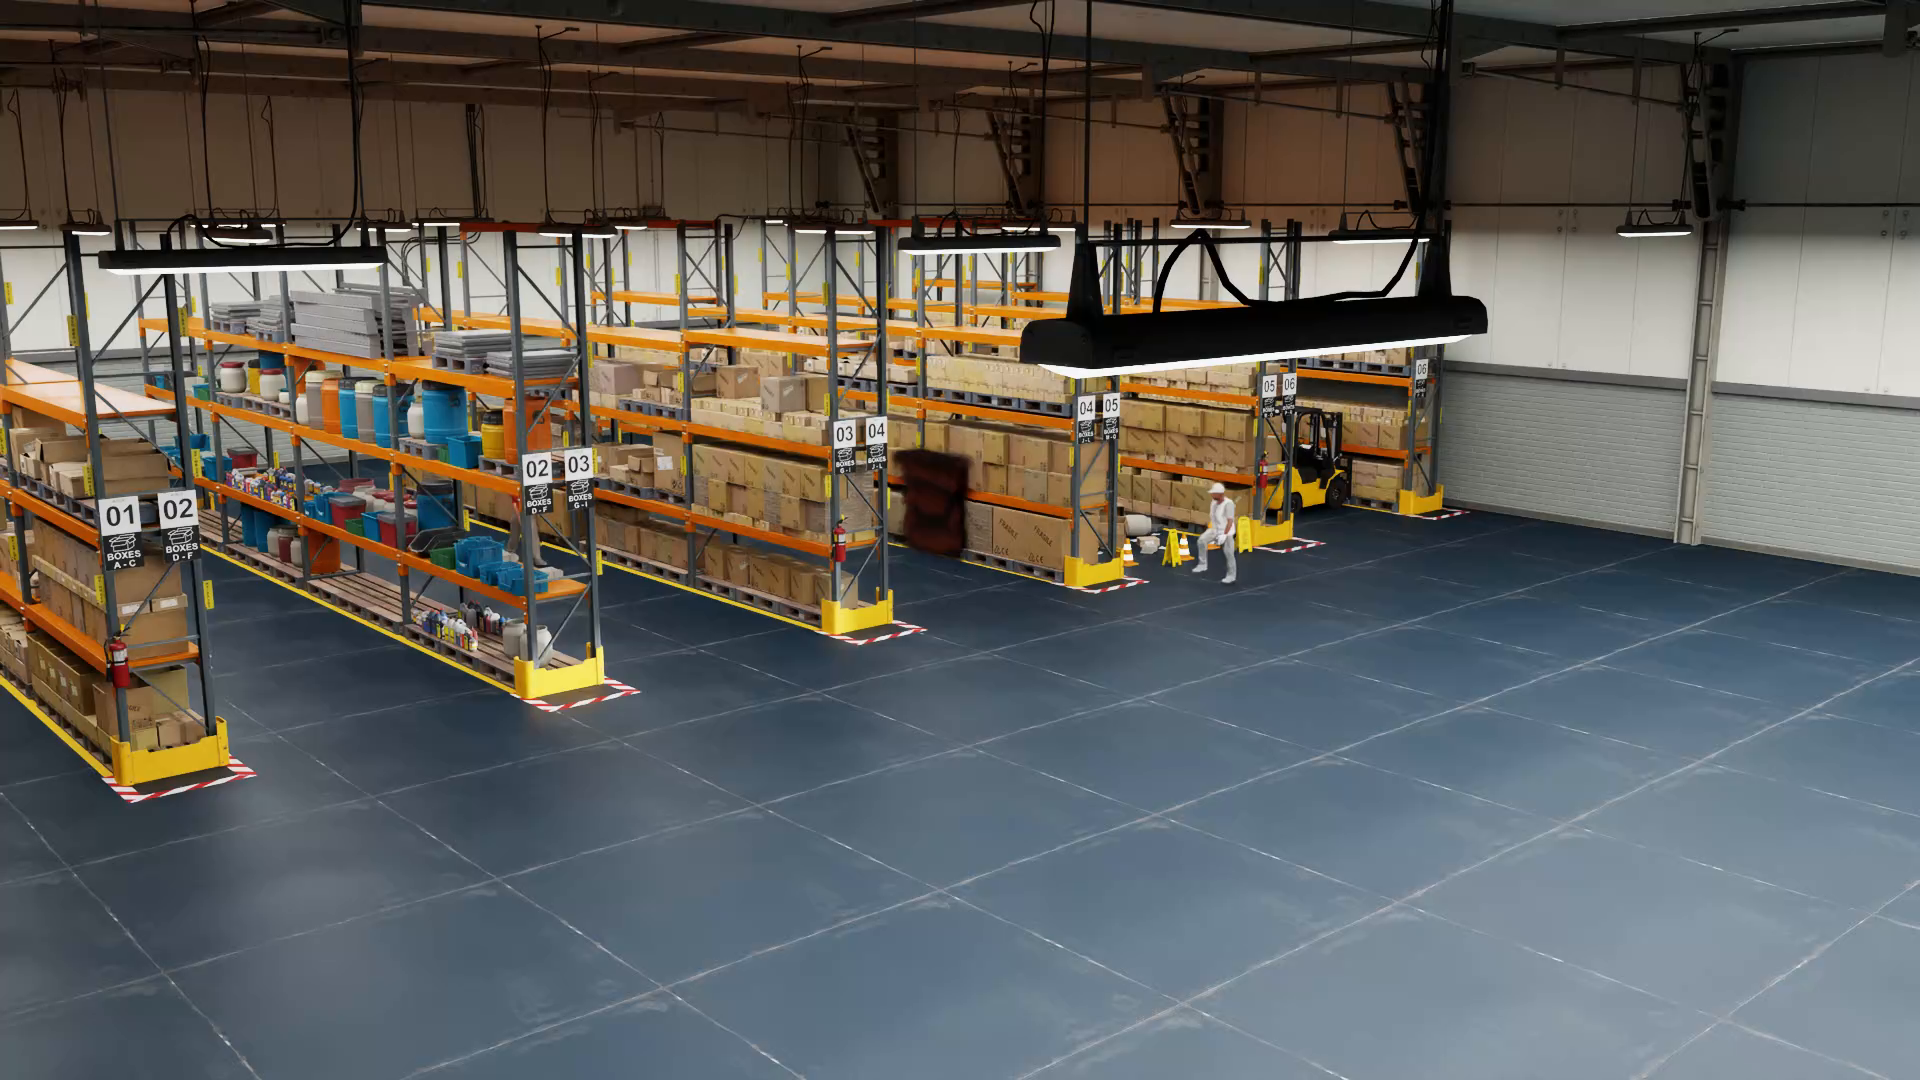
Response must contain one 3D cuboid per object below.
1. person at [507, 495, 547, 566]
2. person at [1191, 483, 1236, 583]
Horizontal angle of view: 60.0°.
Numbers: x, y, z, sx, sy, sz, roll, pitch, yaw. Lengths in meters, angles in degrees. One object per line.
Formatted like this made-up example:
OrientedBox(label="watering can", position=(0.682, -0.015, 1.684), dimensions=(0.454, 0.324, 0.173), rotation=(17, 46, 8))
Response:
OrientedBox(label="person", position=(-7.759, -0.388, 29.526), dimensions=(0.487, 1.673, 1.048), rotation=(-10, 15, -40))
OrientedBox(label="person", position=(4.330, -0.095, 27.814), dimensions=(0.544, 1.734, 0.925), rotation=(8, 14, 36))
